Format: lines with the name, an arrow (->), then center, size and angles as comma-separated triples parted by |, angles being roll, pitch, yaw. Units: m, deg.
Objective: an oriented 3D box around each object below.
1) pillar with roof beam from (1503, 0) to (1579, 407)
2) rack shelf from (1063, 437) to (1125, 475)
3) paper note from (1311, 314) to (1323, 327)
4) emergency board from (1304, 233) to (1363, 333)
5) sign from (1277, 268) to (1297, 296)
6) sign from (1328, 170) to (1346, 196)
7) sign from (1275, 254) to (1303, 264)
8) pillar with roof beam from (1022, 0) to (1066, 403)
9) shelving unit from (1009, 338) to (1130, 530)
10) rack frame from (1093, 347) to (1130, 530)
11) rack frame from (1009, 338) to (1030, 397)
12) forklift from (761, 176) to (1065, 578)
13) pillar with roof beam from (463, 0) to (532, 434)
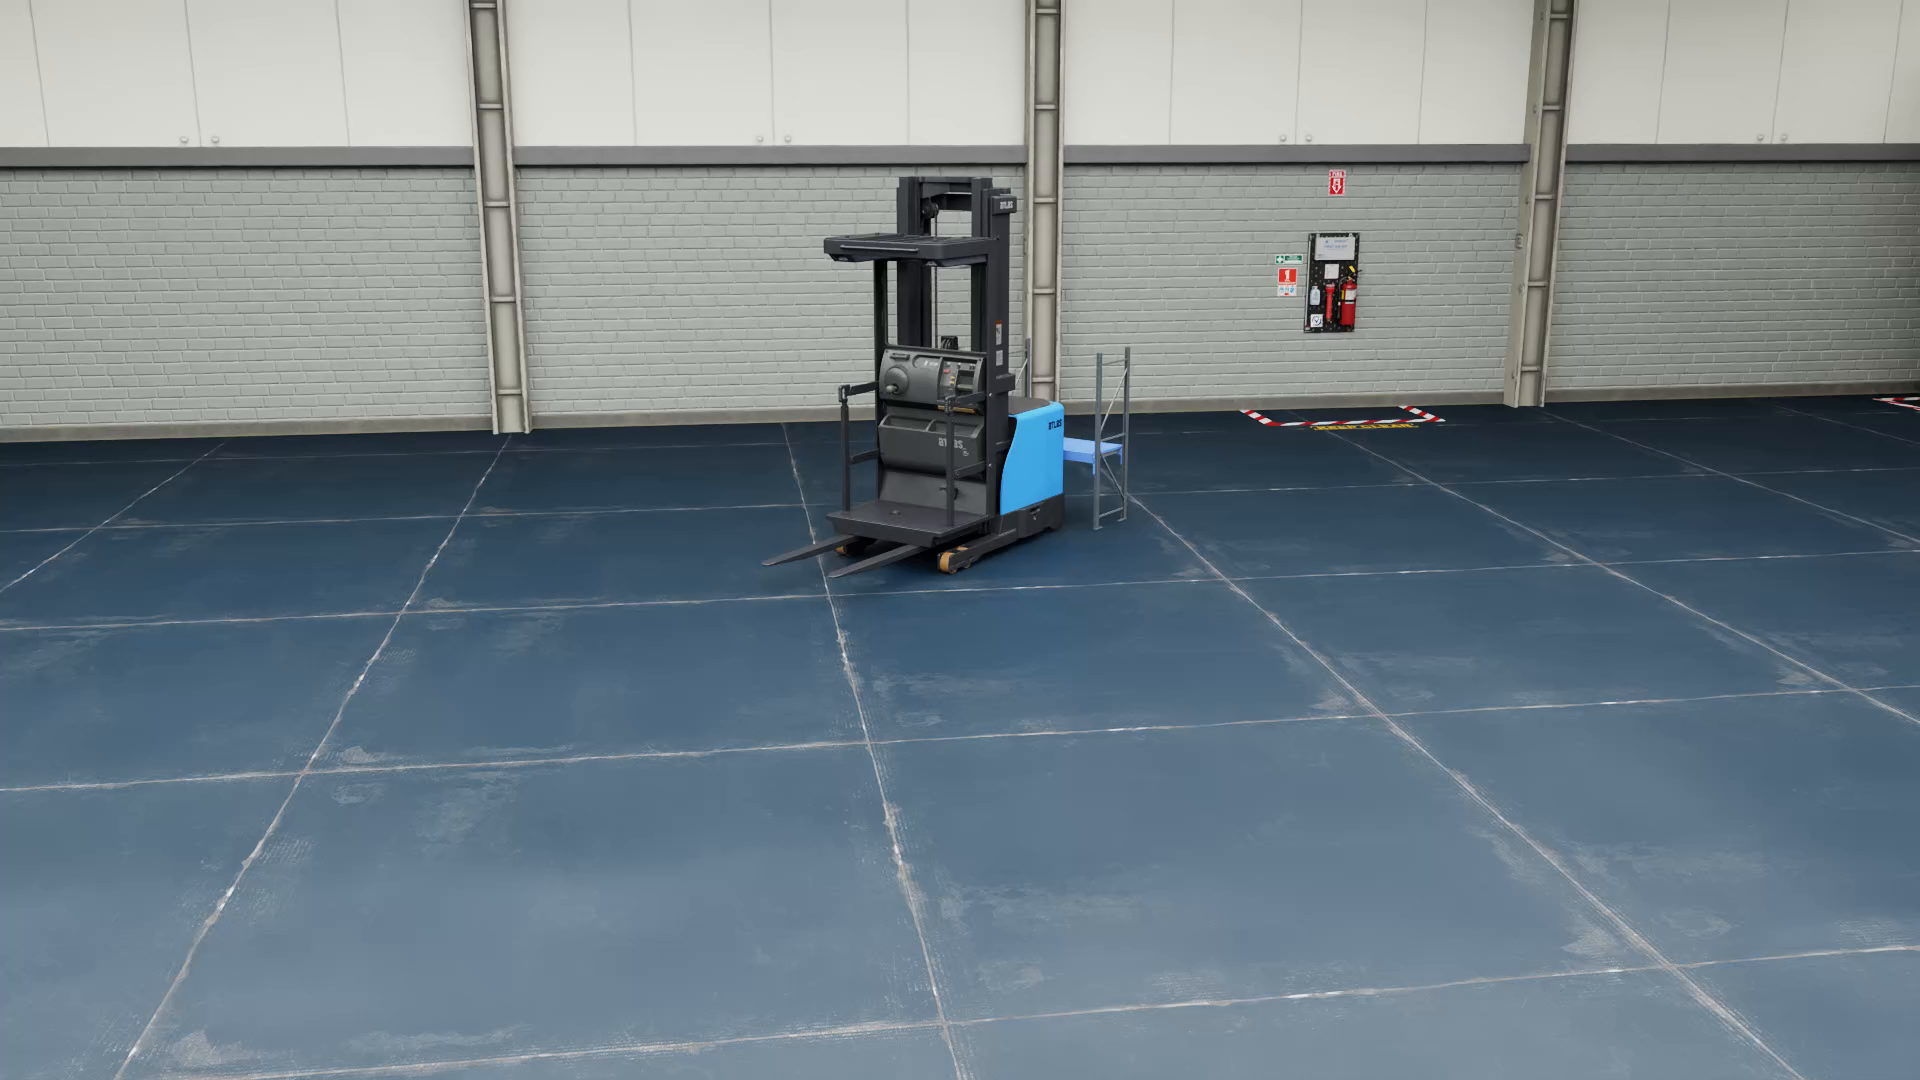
pillar with roof beam -> 7.516, -4.979, 15.076 | 0.400, 9.000, 9.100 | -2, 14, -8
rack shelf -> 0.874, -0.760, 14.407 | 1.000, 0.185, 0.538 | 10, 17, 35
paper note -> 4.240, -2.607, 19.762 | 0.142, 0.148, 0.016 | -2, 14, -8
emergency board -> 4.425, -3.024, 19.614 | 0.643, 1.169, 0.194 | -2, 14, -8
sign -> 3.863, -3.046, 19.629 | 0.234, 0.329, 0.001 | -2, 14, -8
sign -> 4.402, -4.172, 19.427 | 0.199, 0.298, 0.001 | -2, 14, -8
sign -> 3.869, -3.301, 19.556 | 0.331, 0.109, 0.001 | -2, 14, -8
pillar with roof beam -> 1.583, -4.761, 14.209 | 0.400, 9.000, 9.100 | -2, 14, -8
shelving unit -> 0.874, -0.934, 14.363 | 1.048, 1.500, 0.538 | 10, 17, 35
rack frame -> 1.285, -0.861, 14.073 | 0.032, 1.500, 0.500 | 10, 17, 35
rack frame -> 0.463, -1.007, 14.653 | 0.032, 1.500, 0.500 | 10, 17, 35
forklift -> -0.342, -1.294, 12.857 | 1.130, 2.935, 3.031 | 9, 17, 32
pillar with roof beam -> -4.350, -4.544, 13.342 | 0.400, 9.000, 9.100 | -2, 14, -8
